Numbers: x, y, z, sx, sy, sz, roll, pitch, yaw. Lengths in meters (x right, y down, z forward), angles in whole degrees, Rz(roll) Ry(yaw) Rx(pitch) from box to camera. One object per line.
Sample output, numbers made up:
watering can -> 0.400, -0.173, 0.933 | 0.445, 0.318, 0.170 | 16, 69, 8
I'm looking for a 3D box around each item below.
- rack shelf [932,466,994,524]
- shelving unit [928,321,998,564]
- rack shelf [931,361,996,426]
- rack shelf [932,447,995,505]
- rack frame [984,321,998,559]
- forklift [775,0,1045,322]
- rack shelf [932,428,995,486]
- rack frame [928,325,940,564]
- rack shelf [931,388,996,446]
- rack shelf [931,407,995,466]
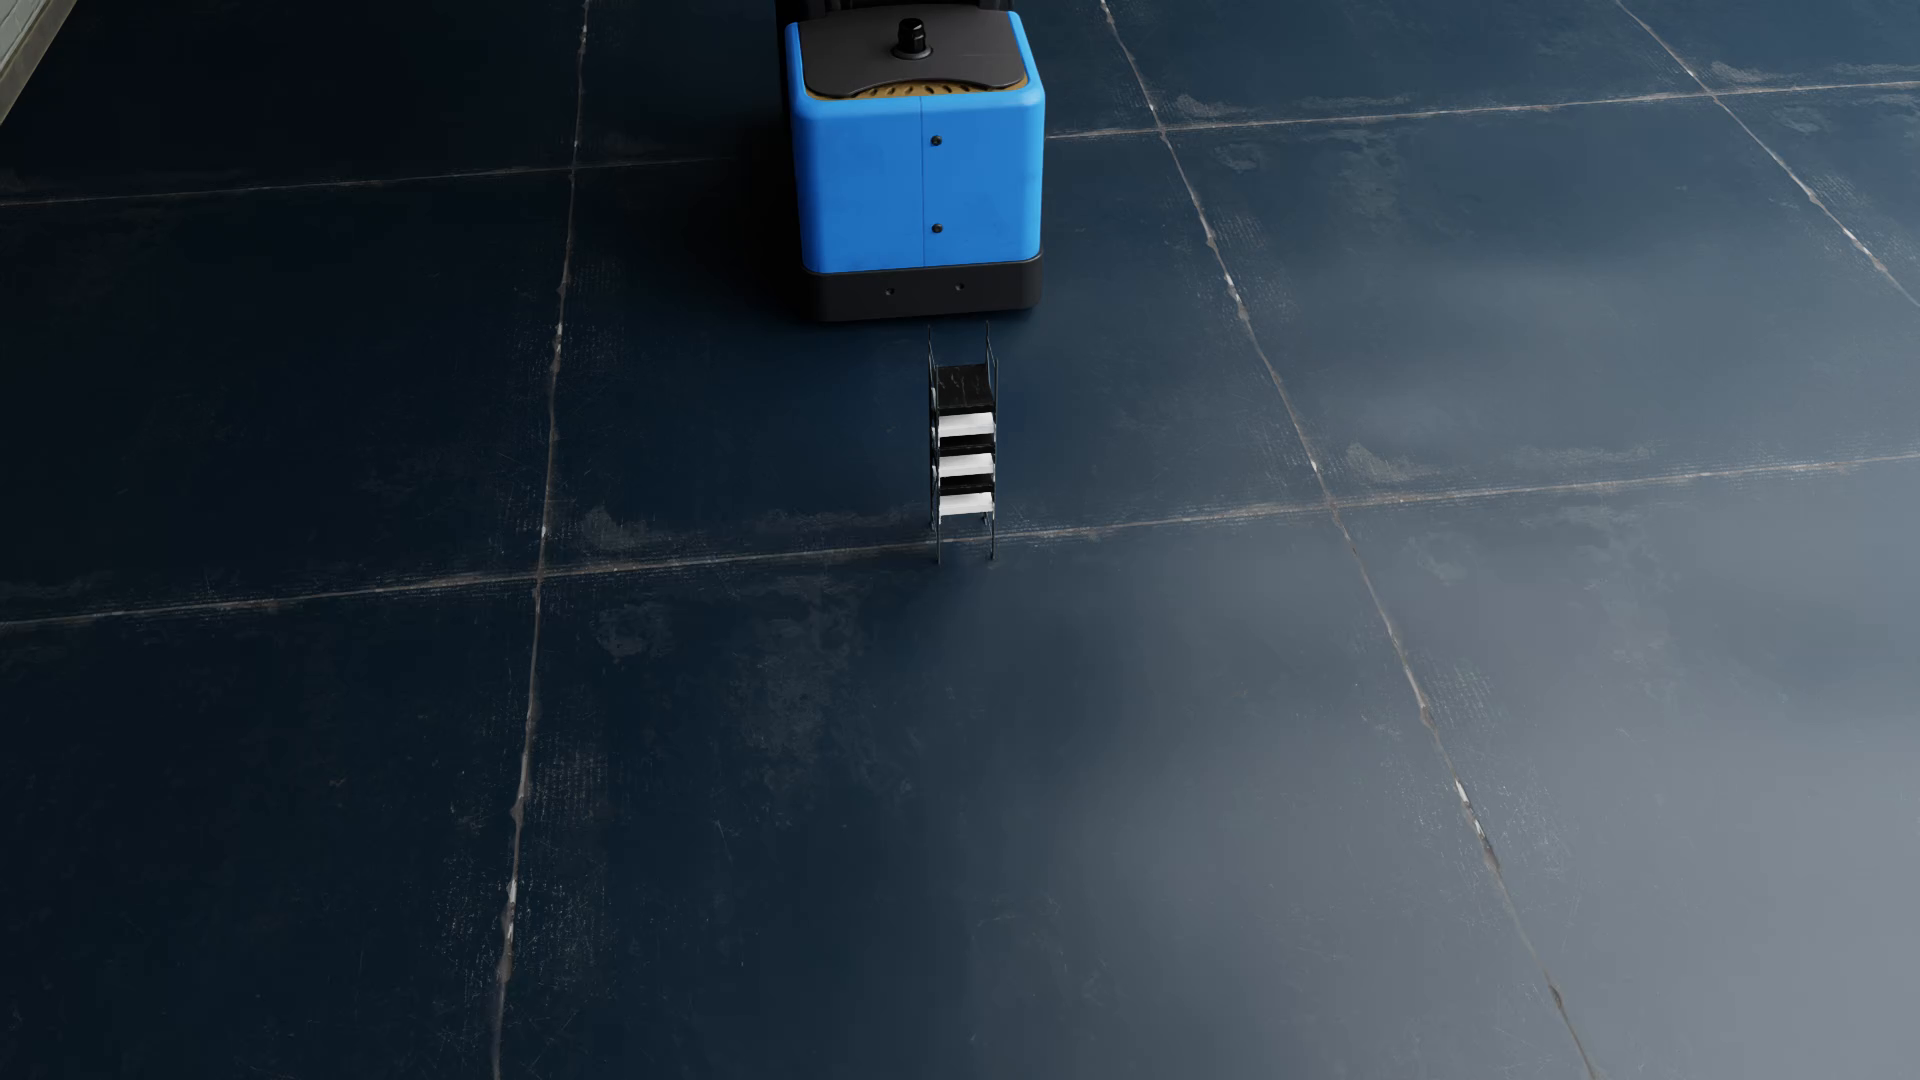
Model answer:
rack shelf -> 0.008, -0.176, 6.092 | 0.200, 0.077, 0.258 | -5, 42, -6
shelving unit -> 0.008, -0.335, 5.949 | 0.210, 0.900, 0.258 | -5, 42, -6
rack shelf -> 0.008, -0.511, 5.791 | 0.200, 0.077, 0.258 | -5, 42, -6
rack shelf -> 0.008, -0.243, 6.032 | 0.200, 0.077, 0.258 | -5, 42, -6
rack frame -> 0.109, -0.344, 5.959 | 0.006, 0.900, 0.240 | -5, 42, -6
forklift -> -0.330, -3.016, 7.406 | 1.130, 2.935, 3.031 | -5, 42, -5
rack shelf -> 0.008, -0.310, 5.972 | 0.200, 0.077, 0.258 | -5, 42, -6
rack frame -> -0.093, -0.326, 5.940 | 0.006, 0.900, 0.240 | -5, 42, -6
rack shelf -> 0.008, -0.444, 5.851 | 0.200, 0.077, 0.258 | -5, 42, -6
rack shelf -> 0.008, -0.377, 5.911 | 0.200, 0.077, 0.258 | -5, 42, -6
